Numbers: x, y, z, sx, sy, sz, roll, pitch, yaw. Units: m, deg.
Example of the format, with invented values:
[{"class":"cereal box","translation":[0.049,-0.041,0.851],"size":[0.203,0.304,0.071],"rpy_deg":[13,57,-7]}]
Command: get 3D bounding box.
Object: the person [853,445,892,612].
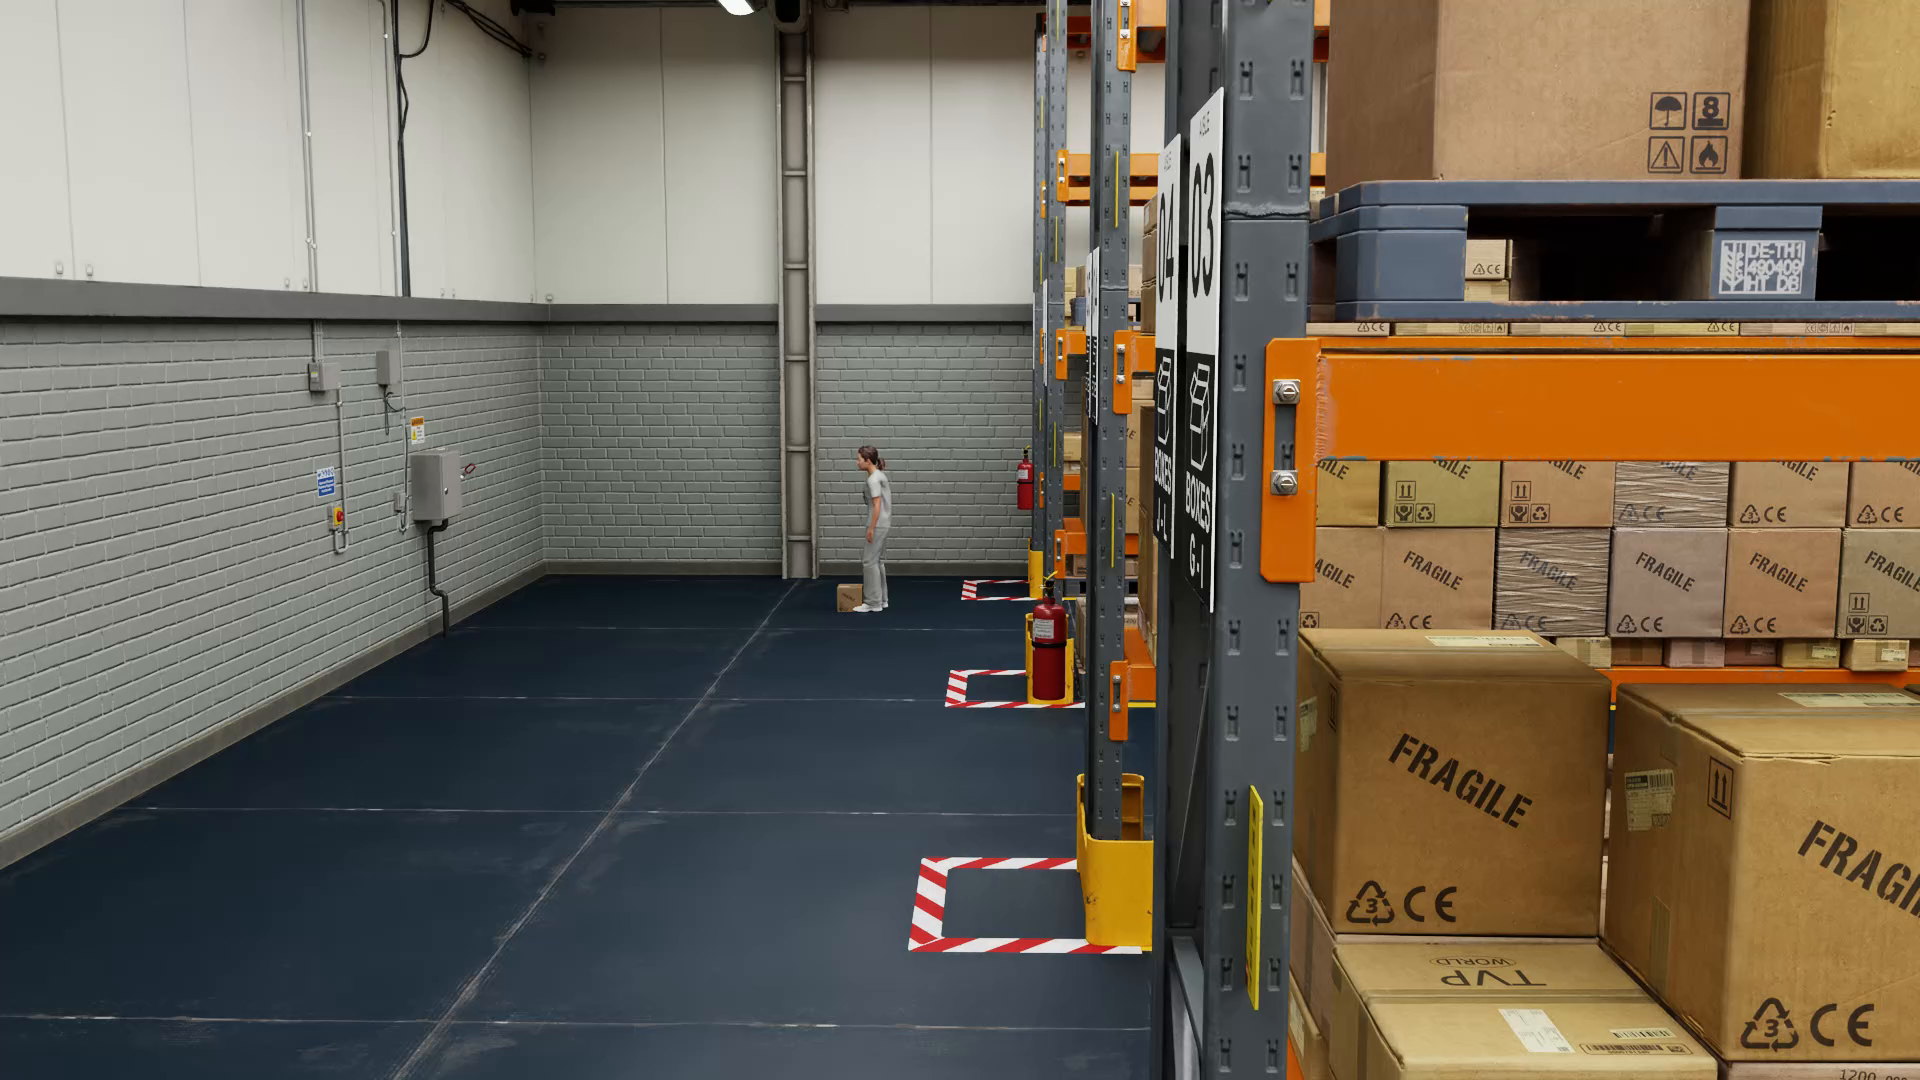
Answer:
[{"class":"person","translation":[-0.887,-0.091,16.724],"size":[0.405,1.613,0.497],"rpy_deg":[0,7,0]}]
